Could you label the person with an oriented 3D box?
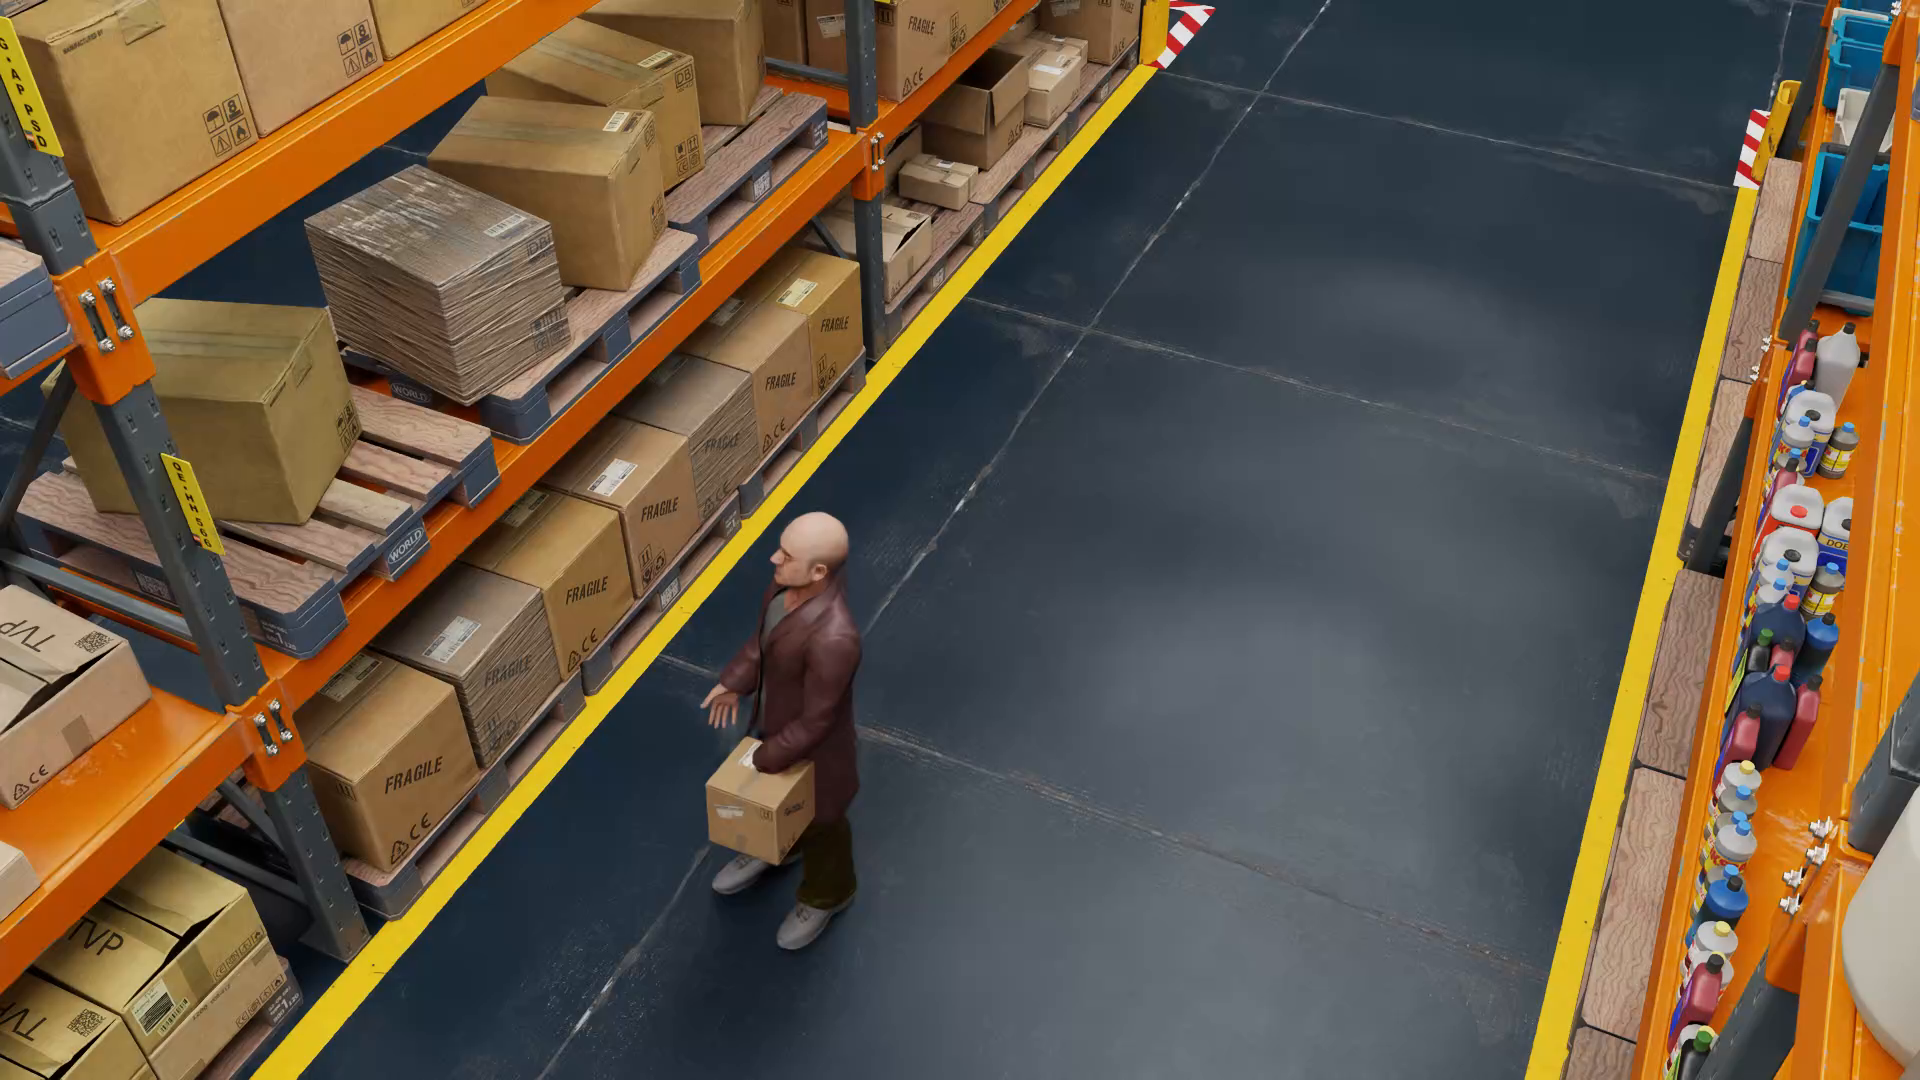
[{"bbox_3d":[-0.586,0.644,5.428,0.564,1.780,0.576,-13,43,-14],"label":"person"}]
